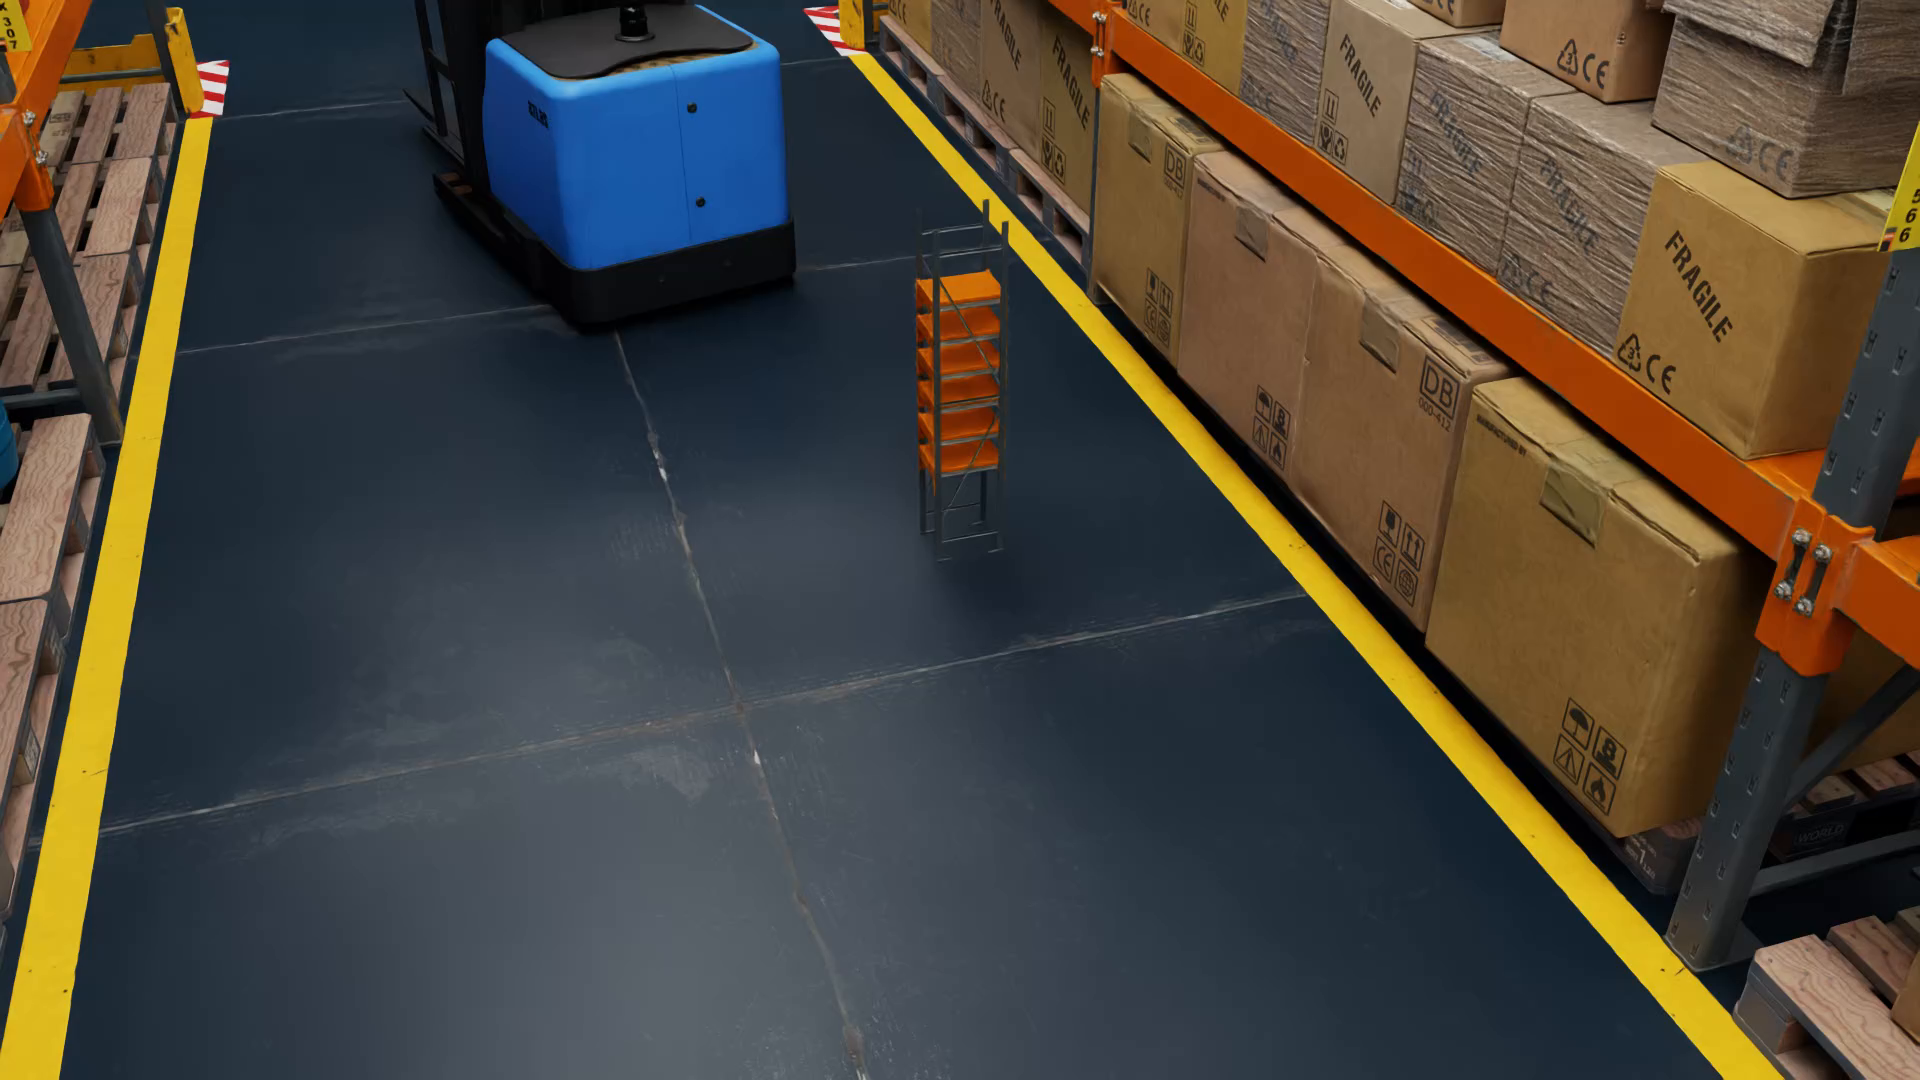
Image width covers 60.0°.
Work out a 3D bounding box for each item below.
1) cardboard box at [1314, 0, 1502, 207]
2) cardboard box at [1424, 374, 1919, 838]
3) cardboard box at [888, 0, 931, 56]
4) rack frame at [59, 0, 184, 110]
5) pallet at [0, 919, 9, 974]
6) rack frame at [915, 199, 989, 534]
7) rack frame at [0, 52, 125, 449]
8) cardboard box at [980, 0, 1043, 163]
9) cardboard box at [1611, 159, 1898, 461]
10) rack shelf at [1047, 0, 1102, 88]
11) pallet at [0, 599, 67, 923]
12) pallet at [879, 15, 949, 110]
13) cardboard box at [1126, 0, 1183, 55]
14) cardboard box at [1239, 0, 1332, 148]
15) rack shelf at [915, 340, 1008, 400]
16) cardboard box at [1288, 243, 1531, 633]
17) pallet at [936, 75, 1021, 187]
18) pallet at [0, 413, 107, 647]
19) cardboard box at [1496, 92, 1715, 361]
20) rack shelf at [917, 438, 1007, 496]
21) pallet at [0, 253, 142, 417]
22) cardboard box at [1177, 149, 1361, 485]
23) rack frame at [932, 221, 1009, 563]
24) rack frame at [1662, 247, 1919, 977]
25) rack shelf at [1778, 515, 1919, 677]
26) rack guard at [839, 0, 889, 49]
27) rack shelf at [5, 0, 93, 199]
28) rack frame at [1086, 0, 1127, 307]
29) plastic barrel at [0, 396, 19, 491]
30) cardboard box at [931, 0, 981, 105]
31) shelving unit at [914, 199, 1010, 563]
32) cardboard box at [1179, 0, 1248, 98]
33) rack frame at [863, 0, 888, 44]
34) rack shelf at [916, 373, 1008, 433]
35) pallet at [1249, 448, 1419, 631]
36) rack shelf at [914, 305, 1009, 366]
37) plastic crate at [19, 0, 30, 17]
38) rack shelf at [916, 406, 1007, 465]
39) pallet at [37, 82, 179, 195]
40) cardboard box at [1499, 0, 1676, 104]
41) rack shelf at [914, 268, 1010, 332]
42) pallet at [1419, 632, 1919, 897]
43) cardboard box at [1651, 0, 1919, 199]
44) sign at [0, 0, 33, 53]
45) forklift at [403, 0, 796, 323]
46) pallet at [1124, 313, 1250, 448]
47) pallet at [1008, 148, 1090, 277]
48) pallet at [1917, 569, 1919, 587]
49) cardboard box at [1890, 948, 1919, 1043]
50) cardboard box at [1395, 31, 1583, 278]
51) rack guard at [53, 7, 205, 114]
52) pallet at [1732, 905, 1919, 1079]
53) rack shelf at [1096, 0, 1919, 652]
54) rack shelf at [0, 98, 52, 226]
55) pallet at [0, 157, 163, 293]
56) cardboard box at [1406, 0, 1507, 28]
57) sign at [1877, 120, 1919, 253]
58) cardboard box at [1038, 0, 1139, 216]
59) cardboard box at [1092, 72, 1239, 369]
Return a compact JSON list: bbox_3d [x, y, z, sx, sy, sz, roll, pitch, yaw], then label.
[{"bbox_3d":[1.425,-1.350,4.981,0.500,0.500,0.500,-9,35,-14],"label":"cardboard box"},{"bbox_3d":[2.083,0.057,4.489,1.225,0.875,0.875,-12,35,-17],"label":"cardboard box"},{"bbox_3d":[0.105,-3.455,9.804,0.875,0.875,0.875,-10,35,-15],"label":"cardboard box"},{"bbox_3d":[-4.883,-3.656,8.561,1.000,3.000,0.127,-10,35,-15],"label":"rack frame"},{"bbox_3d":[-2.723,1.301,3.589,1.003,0.211,1.213,-10,35,-15],"label":"pallet"},{"bbox_3d":[-0.023,-0.541,5.480,0.240,1.200,0.006,-10,35,-15],"label":"rack frame"},{"bbox_3d":[-3.663,-1.555,5.383,1.000,3.000,0.127,-10,35,-15],"label":"rack frame"},{"bbox_3d":[0.654,-2.510,8.373,0.875,0.875,0.875,-10,35,-15],"label":"cardboard box"},{"bbox_3d":[1.888,-0.547,3.767,0.500,0.500,0.500,-9,35,-13],"label":"cardboard box"},{"bbox_3d":[0.444,-3.138,8.431,1.077,0.370,4.000,-10,35,-15],"label":"rack shelf"},{"bbox_3d":[-3.091,0.662,4.557,1.003,0.211,1.213,-10,35,-15],"label":"pallet"},{"bbox_3d":[0.152,-2.918,9.975,1.003,0.211,1.213,-10,35,-15],"label":"pallet"},{"bbox_3d":[0.956,-2.147,6.187,0.500,0.500,0.500,-10,35,-15],"label":"cardboard box"},{"bbox_3d":[1.263,-1.620,5.390,0.500,0.500,0.500,-11,35,-16],"label":"cardboard box"},{"bbox_3d":[0.004,-0.556,5.366,0.258,0.103,0.180,-10,35,-15],"label":"rack shelf"},{"bbox_3d":[1.819,-0.412,5.199,1.225,0.875,0.875,-10,35,-15],"label":"cardboard box"},{"bbox_3d":[0.521,-2.279,9.008,1.003,0.211,1.213,-10,35,-15],"label":"pallet"},{"bbox_3d":[-3.467,0.020,5.528,1.003,0.211,1.213,-10,35,-15],"label":"pallet"},{"bbox_3d":[1.741,-0.810,4.164,0.500,0.500,0.500,-10,35,-15],"label":"cardboard box"},{"bbox_3d":[0.004,-0.256,5.565,0.258,0.103,0.180,-10,35,-15],"label":"rack shelf"},{"bbox_3d":[-3.924,-0.772,6.726,1.003,0.211,1.213,-10,35,-15],"label":"pallet"},{"bbox_3d":[1.542,-0.875,5.900,1.225,0.875,0.875,-11,35,-16],"label":"cardboard box"},{"bbox_3d":[0.032,-0.445,5.335,0.240,1.200,0.006,-10,35,-15],"label":"rack frame"},{"bbox_3d":[2.274,-0.288,3.465,1.000,3.000,0.127,-10,35,-15],"label":"rack frame"},{"bbox_3d":[2.884,1.062,2.075,1.077,0.370,4.000,-10,35,-15],"label":"rack shelf"},{"bbox_3d":[-0.174,-3.458,10.530,1.175,0.500,0.348,-10,35,-15],"label":"rack guard"},{"bbox_3d":[-4.273,-2.305,7.171,1.077,0.370,4.000,-10,35,-15],"label":"rack shelf"},{"bbox_3d":[1.054,-2.388,6.644,1.000,3.000,0.127,-10,35,-15],"label":"rack frame"},{"bbox_3d":[-3.513,-0.567,5.409,0.600,0.901,0.708,-10,35,-15],"label":"plastic barrel"},{"bbox_3d":[0.383,-2.977,9.081,0.875,0.875,0.875,-10,35,-15],"label":"cardboard box"},{"bbox_3d":[0.004,-0.493,5.408,0.258,1.200,0.189,-10,35,-15],"label":"shelving unit"},{"bbox_3d":[1.110,-1.883,5.788,0.500,0.500,0.500,-10,35,-15],"label":"cardboard box"},{"bbox_3d":[-0.166,-4.488,9.822,1.000,3.000,0.127,-10,35,-15],"label":"rack frame"},{"bbox_3d":[0.004,-0.456,5.432,0.258,0.103,0.180,-10,35,-15],"label":"rack shelf"},{"bbox_3d":[1.737,-0.191,5.847,1.003,0.211,1.213,-10,35,-15],"label":"pallet"},{"bbox_3d":[0.004,-0.656,5.300,0.258,0.103,0.180,-10,35,-15],"label":"rack shelf"},{"bbox_3d":[-3.696,-2.118,6.122,0.402,0.464,0.583,-10,35,-15],"label":"plastic crate"},{"bbox_3d":[0.004,-0.356,5.498,0.258,0.103,0.180,-10,35,-15],"label":"rack shelf"},{"bbox_3d":[-4.669,-2.053,8.665,1.003,0.211,1.213,-10,35,-15],"label":"pallet"},{"bbox_3d":[1.870,-1.478,4.265,0.797,0.503,0.637,-9,35,-14],"label":"cardboard box"},{"bbox_3d":[0.004,-0.756,5.234,0.258,0.103,0.180,-10,35,-15],"label":"rack shelf"},{"bbox_3d":[2.105,0.449,4.880,1.003,0.211,1.213,-10,35,-15],"label":"pallet"},{"bbox_3d":[2.066,-1.135,3.746,0.797,0.503,0.637,-9,34,-13],"label":"cardboard box"},{"bbox_3d":[-3.139,-1.762,5.445,0.100,0.325,0.005,-10,35,-15],"label":"sign"},{"bbox_3d":[-1.949,-2.911,7.497,1.130,2.935,3.031,-19,38,-27],"label":"forklift"},{"bbox_3d":[1.361,-0.833,6.818,1.003,0.211,1.213,-10,35,-15],"label":"pallet"},{"bbox_3d":[0.896,-1.637,8.036,1.003,0.211,1.213,-10,35,-15],"label":"pallet"},{"bbox_3d":[2.593,0.148,2.979,1.213,0.211,1.003,-10,35,-15],"label":"pallet"},{"bbox_3d":[2.497,0.919,3.506,0.700,0.500,0.500,-12,35,-17],"label":"cardboard box"},{"bbox_3d":[1.580,-1.082,4.576,0.500,0.500,0.500,-11,35,-16],"label":"cardboard box"},{"bbox_3d":[-4.903,-2.623,9.266,1.175,0.500,0.348,-10,35,-15],"label":"rack guard"},{"bbox_3d":[2.511,1.286,3.613,1.003,0.211,1.213,-10,35,-15],"label":"pallet"},{"bbox_3d":[1.664,-1.038,5.253,1.077,0.370,4.000,-10,35,-15],"label":"rack shelf"},{"bbox_3d":[-3.053,-0.205,3.992,1.077,0.370,4.000,-10,35,-15],"label":"rack shelf"},{"bbox_3d":[-4.300,-1.413,7.697,1.003,0.211,1.213,-10,35,-15],"label":"pallet"},{"bbox_3d":[1.659,-1.829,4.796,0.797,0.503,0.637,-9,34,-13],"label":"cardboard box"},{"bbox_3d":[1.746,-0.676,3.002,0.100,0.325,0.005,-10,35,-15],"label":"sign"},{"bbox_3d":[0.929,-2.037,7.658,0.875,0.875,0.875,-10,35,-15],"label":"cardboard box"},{"bbox_3d":[1.268,-1.344,6.610,1.225,0.875,0.875,-10,35,-15],"label":"cardboard box"}]
